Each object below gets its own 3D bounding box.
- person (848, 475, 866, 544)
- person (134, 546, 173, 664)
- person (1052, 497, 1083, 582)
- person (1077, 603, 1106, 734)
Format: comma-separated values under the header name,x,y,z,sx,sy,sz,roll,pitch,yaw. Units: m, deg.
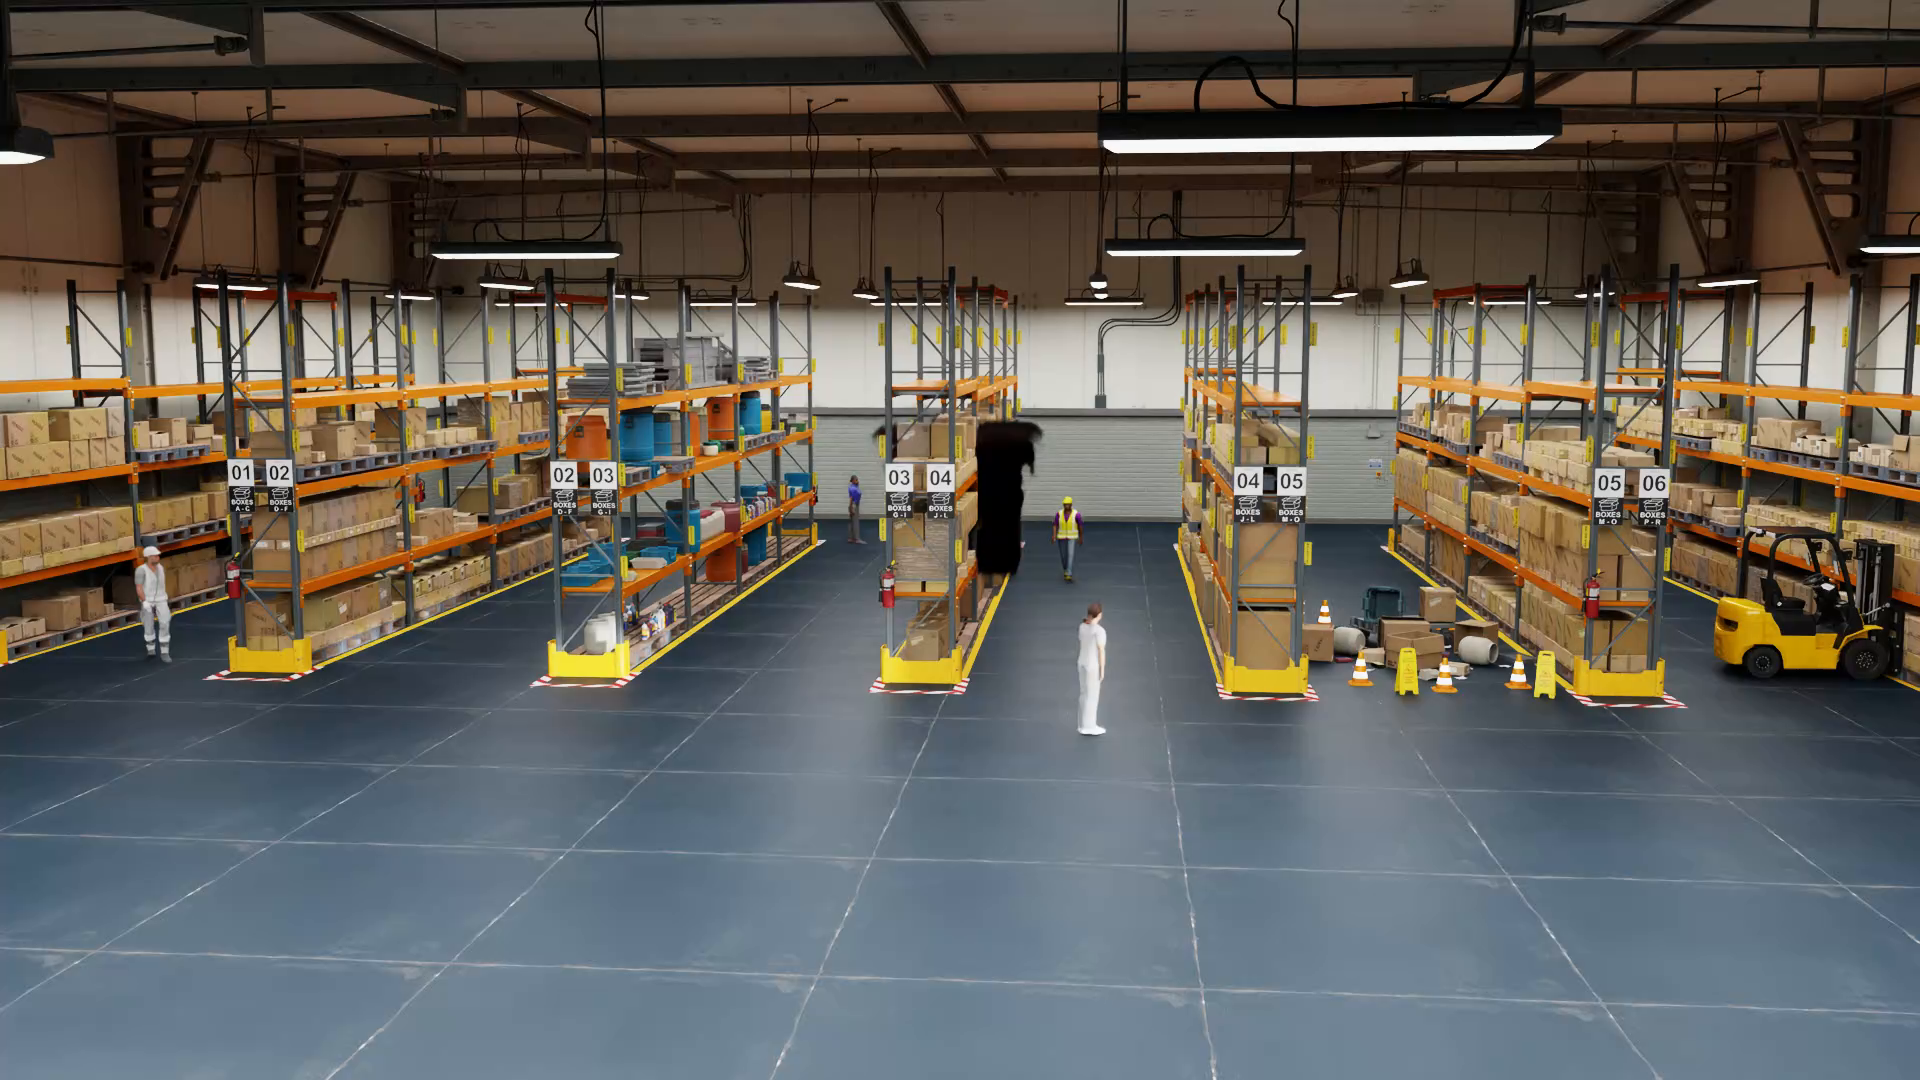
name,x,y,z,sx,sy,sz,roll,pitch,yaw
person,-2.516,-0.751,40.649,0.505,1.676,0.470,1,7,12
person,-12.530,0.991,25.808,0.484,1.797,0.841,-4,8,-29
person,2.220,-0.029,34.418,0.617,1.730,1.013,1,7,11
person,1.685,1.621,21.037,0.358,1.683,0.458,-5,8,-35
